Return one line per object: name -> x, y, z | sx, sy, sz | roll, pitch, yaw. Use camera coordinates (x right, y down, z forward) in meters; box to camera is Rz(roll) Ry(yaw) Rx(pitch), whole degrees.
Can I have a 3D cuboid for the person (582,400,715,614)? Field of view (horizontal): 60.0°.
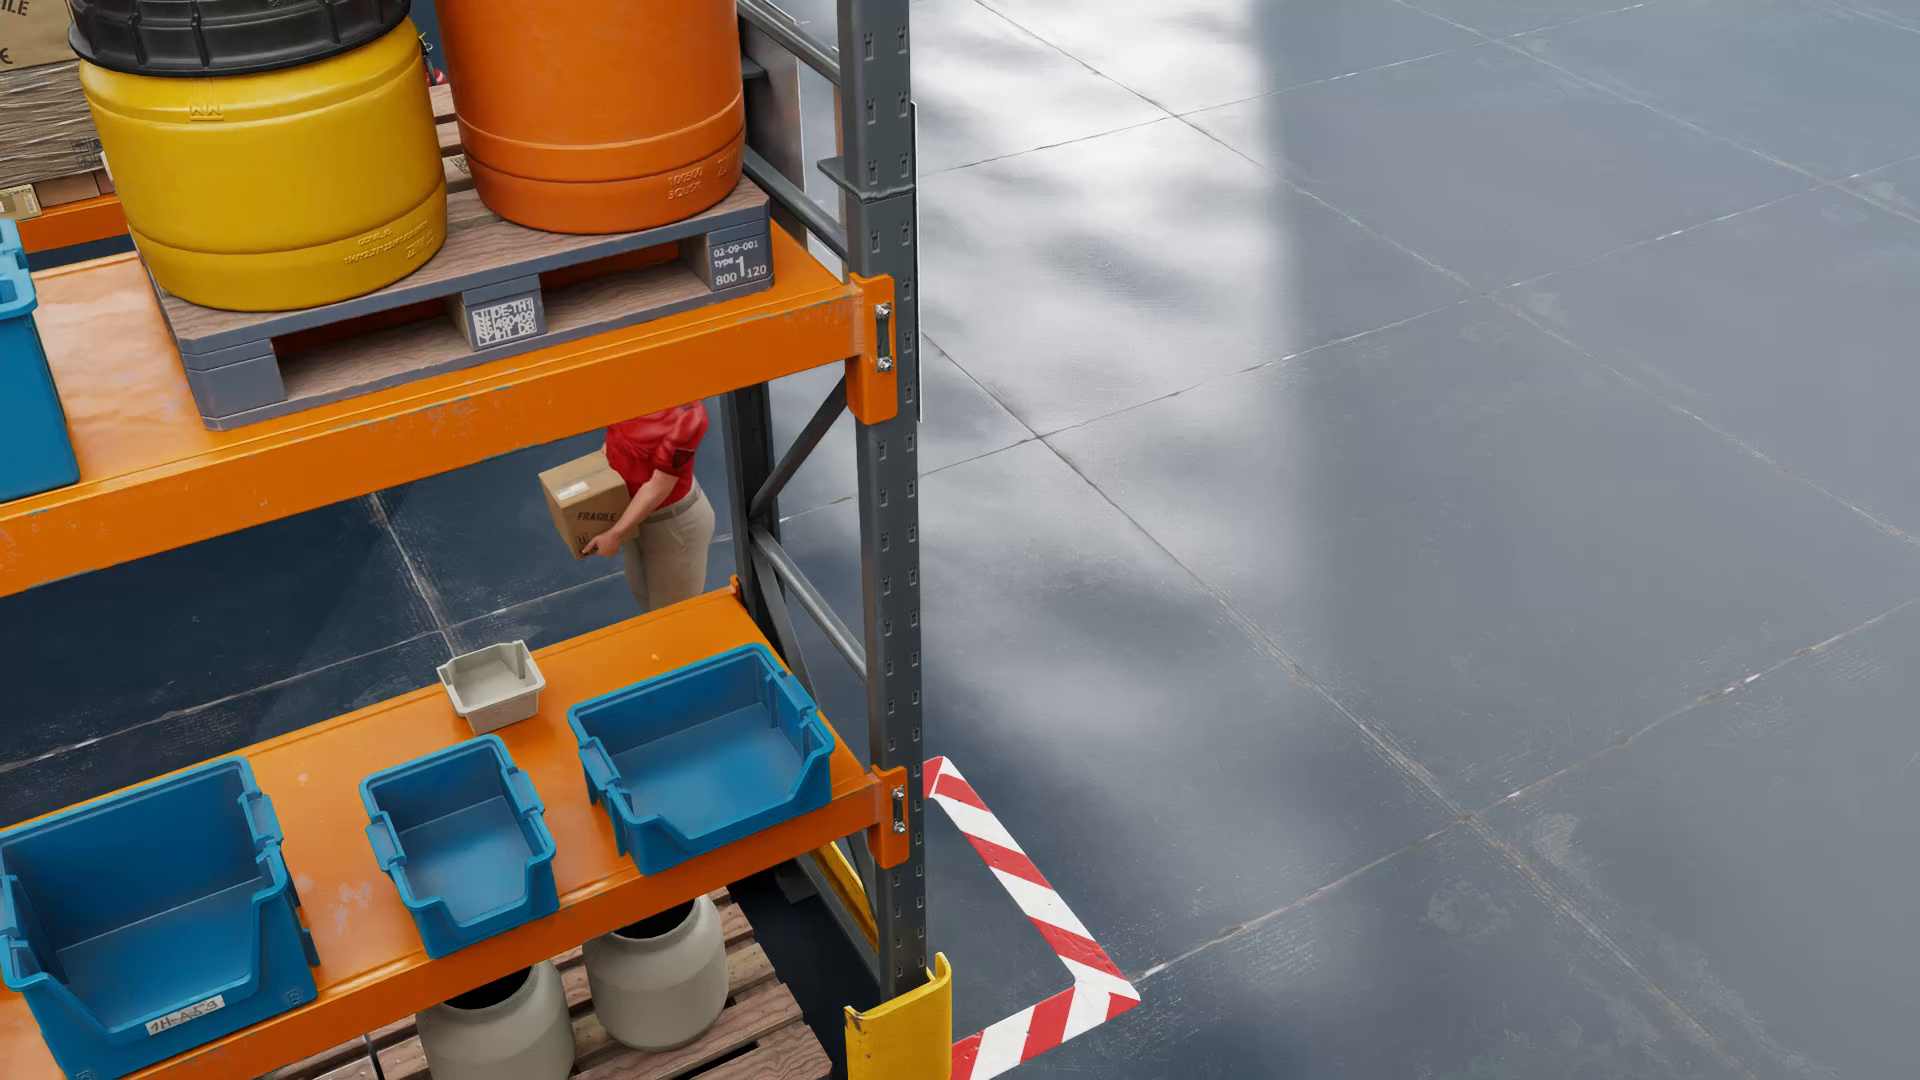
person -> -1.192, -0.044, 6.232 | 0.530, 1.712, 0.493 | -19, 41, -24
